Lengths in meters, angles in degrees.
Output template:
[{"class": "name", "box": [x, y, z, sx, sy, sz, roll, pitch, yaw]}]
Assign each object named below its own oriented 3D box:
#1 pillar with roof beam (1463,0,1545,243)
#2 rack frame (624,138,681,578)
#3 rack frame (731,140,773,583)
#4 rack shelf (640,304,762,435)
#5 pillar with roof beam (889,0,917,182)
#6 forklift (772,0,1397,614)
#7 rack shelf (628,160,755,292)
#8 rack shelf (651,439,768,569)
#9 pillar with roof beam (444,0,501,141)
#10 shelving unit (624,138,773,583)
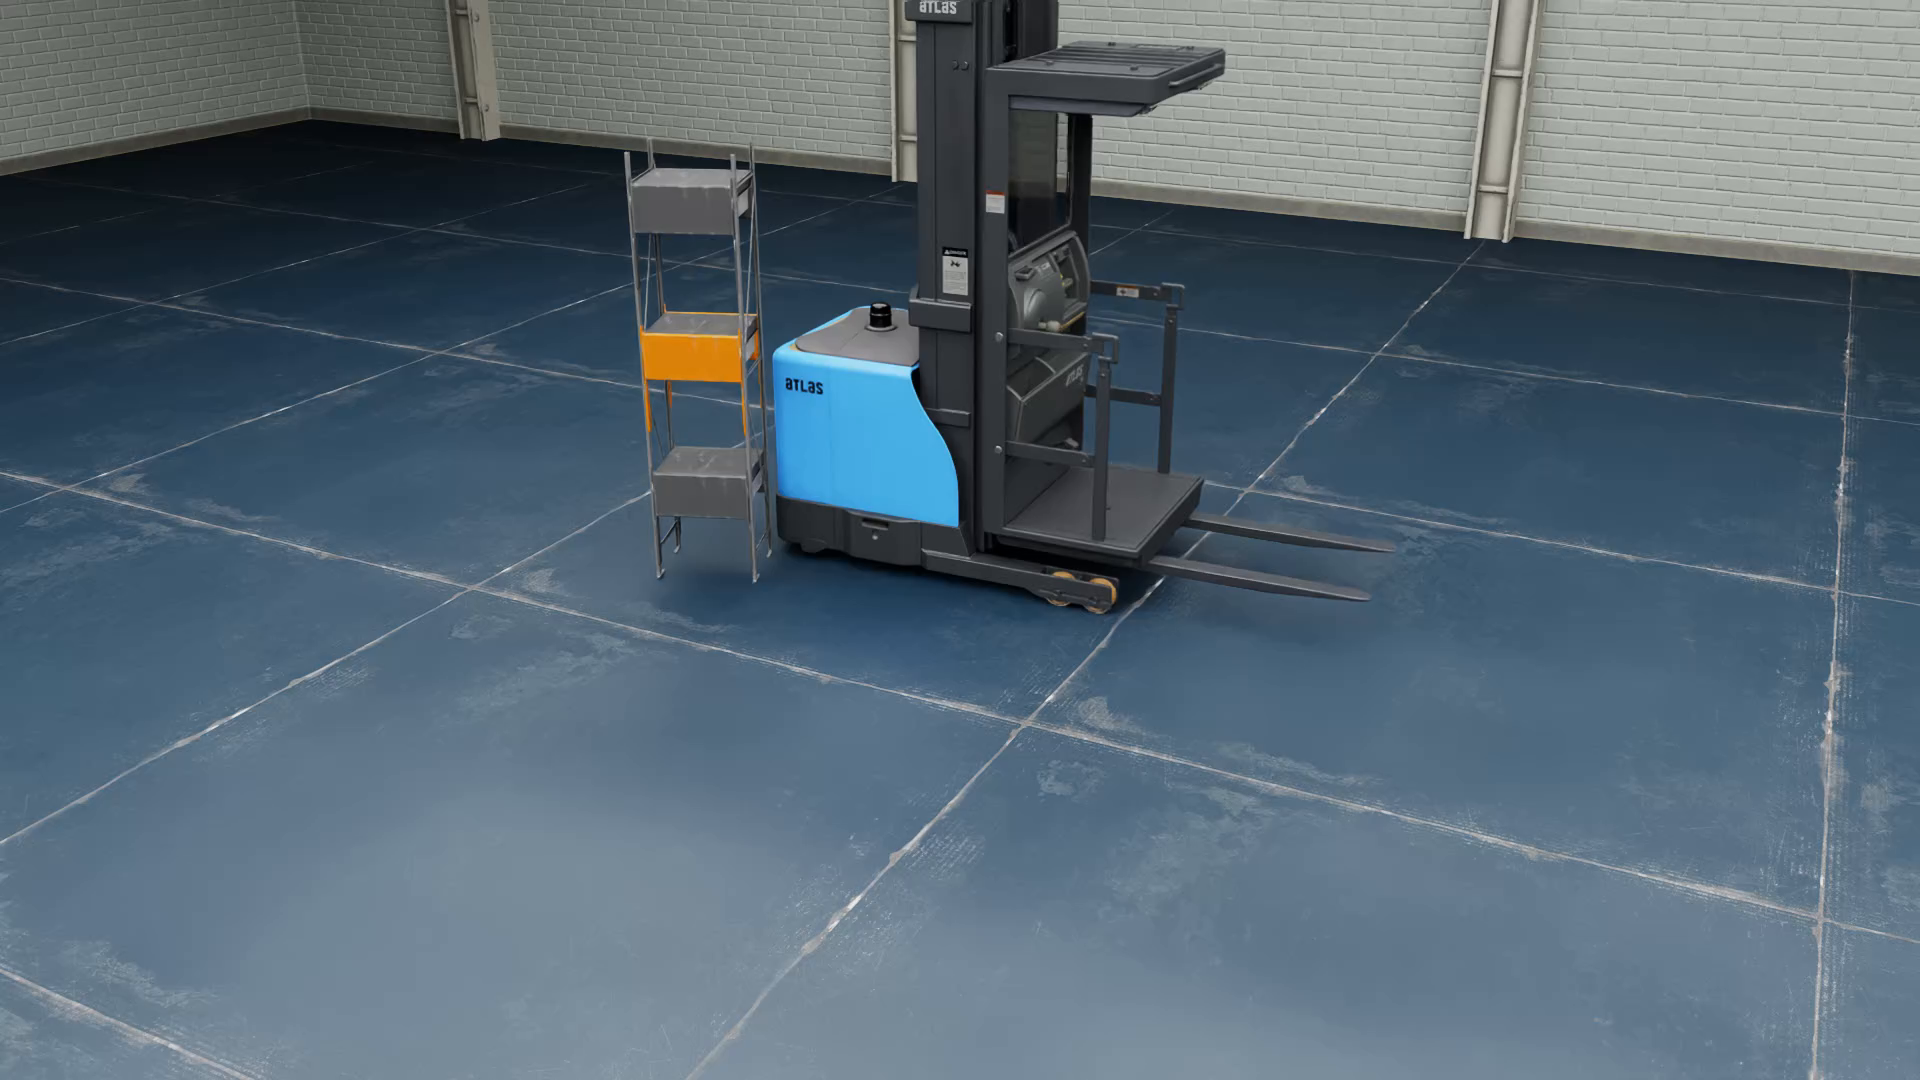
[{"class": "pillar with roof beam", "box": [2.925, -5.426, 10.011, 0.400, 9.000, 9.100, 11, 25, 25]}, {"class": "rack frame", "box": [-1.482, -0.852, 8.071, 0.015, 2.100, 0.400, 2, 23, 6]}, {"class": "rack frame", "box": [-0.997, -0.832, 8.023, 0.015, 2.100, 0.400, 2, 23, 6]}, {"class": "rack shelf", "box": [-1.240, -0.829, 8.052, 0.480, 0.518, 0.431, 2, 23, 6]}, {"class": "pillar with roof beam", "box": [-2.430, -6.486, 12.502, 0.400, 9.000, 9.100, 11, 25, 25]}, {"class": "forklift", "box": [0.614, -1.234, 7.907, 3.031, 2.935, 1.130, 10, 25, 22]}, {"class": "rack shelf", "box": [-1.240, -1.474, 7.778, 0.480, 0.518, 0.431, 2, 23, 6]}, {"class": "rack shelf", "box": [-1.240, -0.185, 8.326, 0.480, 0.518, 0.431, 2, 23, 6]}, {"class": "pillar with roof beam", "box": [-7.784, -7.545, 14.993, 0.400, 9.000, 9.100, 11, 25, 25]}, {"class": "shelving unit", "box": [-1.240, -0.842, 8.047, 0.503, 2.100, 0.431, 2, 23, 6]}]
